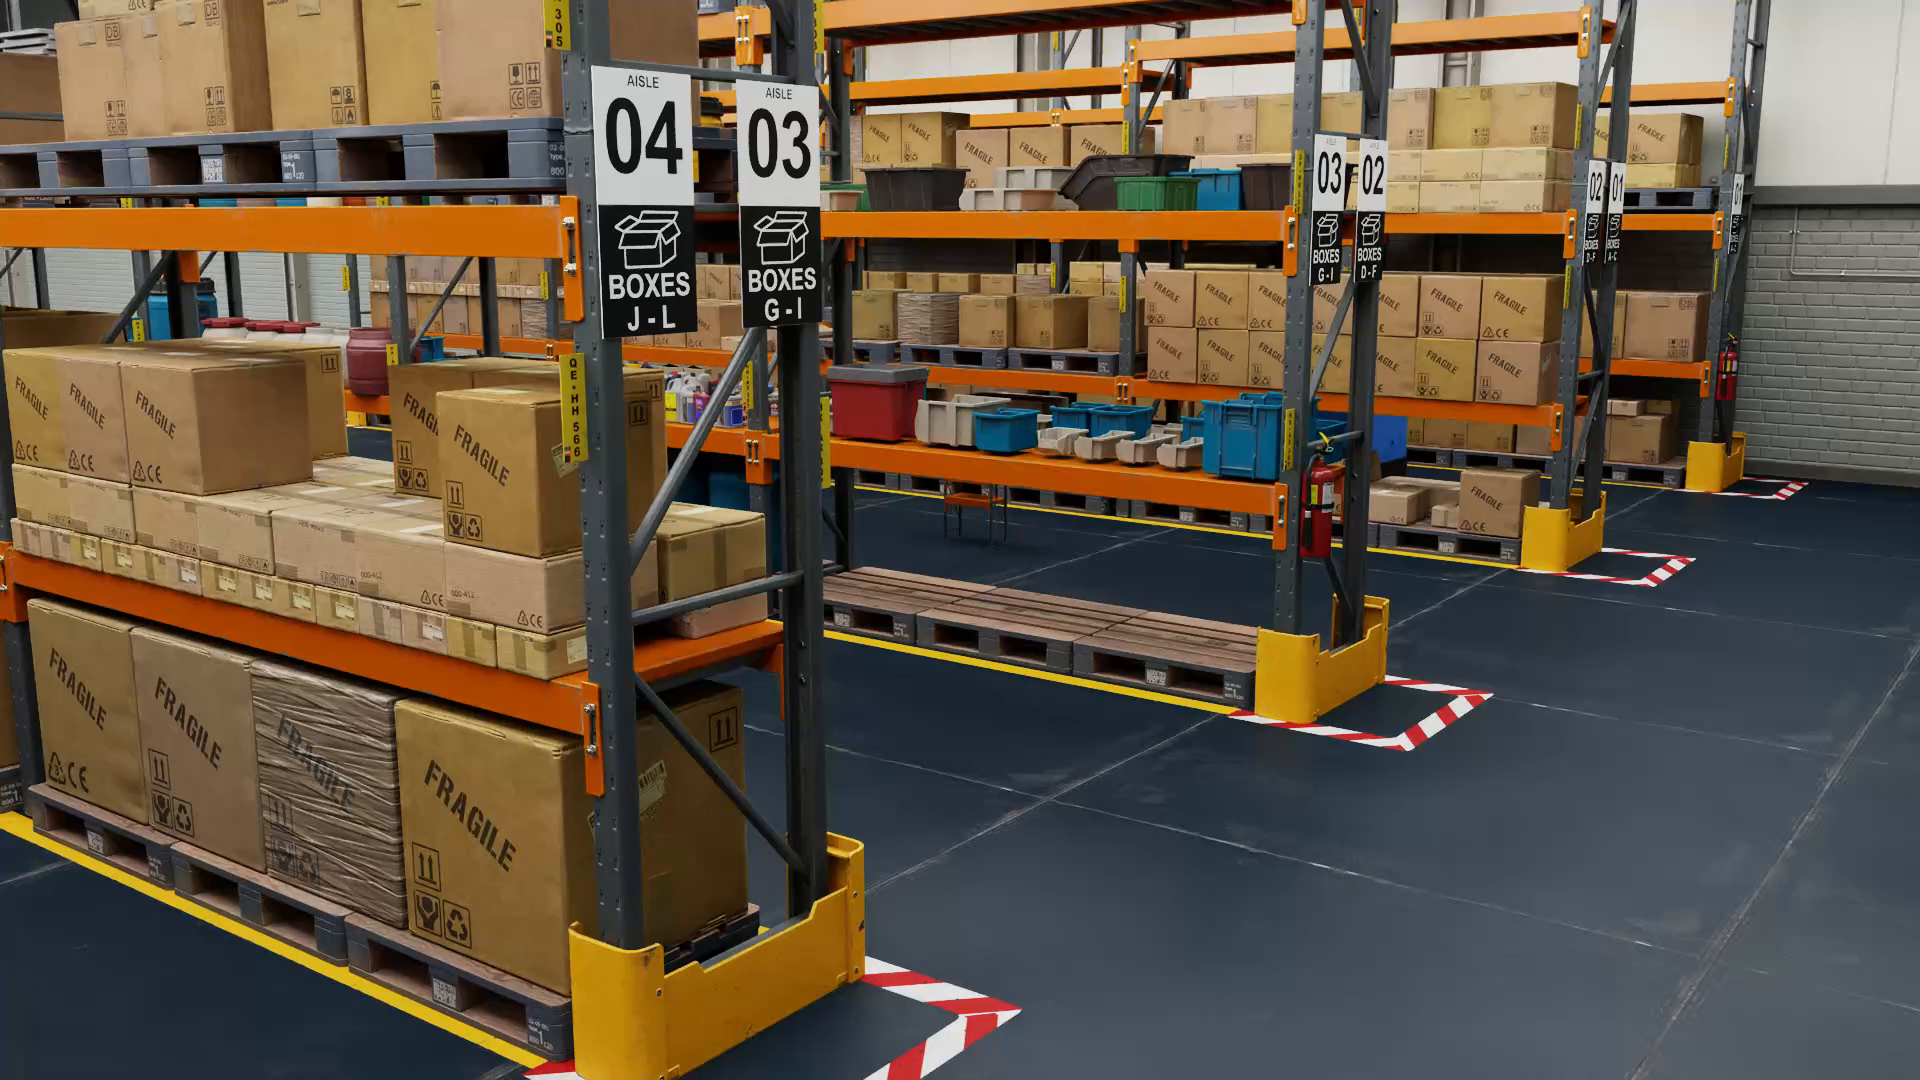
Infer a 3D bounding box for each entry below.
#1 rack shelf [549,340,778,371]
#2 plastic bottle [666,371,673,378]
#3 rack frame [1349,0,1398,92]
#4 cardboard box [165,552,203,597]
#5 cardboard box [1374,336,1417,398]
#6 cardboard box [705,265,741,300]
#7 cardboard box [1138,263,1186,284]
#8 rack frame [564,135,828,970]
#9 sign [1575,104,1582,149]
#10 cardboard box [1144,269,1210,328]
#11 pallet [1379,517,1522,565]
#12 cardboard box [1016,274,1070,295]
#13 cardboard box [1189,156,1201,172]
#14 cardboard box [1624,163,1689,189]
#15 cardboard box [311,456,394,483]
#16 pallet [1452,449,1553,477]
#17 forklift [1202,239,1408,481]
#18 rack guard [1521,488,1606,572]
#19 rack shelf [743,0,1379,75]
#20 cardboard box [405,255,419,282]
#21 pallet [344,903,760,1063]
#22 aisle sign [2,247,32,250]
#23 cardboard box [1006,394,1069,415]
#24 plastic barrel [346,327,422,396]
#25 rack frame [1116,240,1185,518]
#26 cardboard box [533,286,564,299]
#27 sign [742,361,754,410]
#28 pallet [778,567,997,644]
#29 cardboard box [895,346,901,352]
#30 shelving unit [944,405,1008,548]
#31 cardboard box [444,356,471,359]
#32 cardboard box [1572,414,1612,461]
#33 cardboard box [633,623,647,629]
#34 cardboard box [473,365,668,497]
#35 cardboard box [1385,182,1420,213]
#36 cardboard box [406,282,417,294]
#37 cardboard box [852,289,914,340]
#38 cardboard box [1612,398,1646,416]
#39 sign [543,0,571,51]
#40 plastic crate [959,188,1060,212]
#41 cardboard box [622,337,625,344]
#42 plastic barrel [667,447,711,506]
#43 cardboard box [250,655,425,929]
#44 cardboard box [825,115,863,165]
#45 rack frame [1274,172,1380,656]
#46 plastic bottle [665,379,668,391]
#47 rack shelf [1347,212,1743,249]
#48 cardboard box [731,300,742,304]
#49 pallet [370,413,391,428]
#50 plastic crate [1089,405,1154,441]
[{"bbox_3d":[-3.024,-2.082,19.290,4.000,0.370,1.077,8,13,36],"label":"rack shelf"},{"bbox_3d":[-2.281,-1.198,13.162,0.097,0.271,0.097,0,11,0],"label":"plastic bottle"},{"bbox_3d":[4.741,-5.465,19.087,0.127,3.000,1.000,8,13,36],"label":"rack frame"},{"bbox_3d":[-2.968,0.108,6.734,0.250,0.149,0.380,8,14,36],"label":"cardboard box"},{"bbox_3d":[3.695,-1.484,14.039,0.500,0.500,0.500,8,14,36],"label":"cardboard box"},{"bbox_3d":[-3.496,-3.901,25.166,0.500,0.500,0.500,8,14,37],"label":"cardboard box"},{"bbox_3d":[2.570,-3.336,20.804,0.500,0.250,0.500,8,14,36],"label":"cardboard box"},{"bbox_3d":[-0.830,0.205,5.573,0.127,3.000,1.000,8,13,36],"label":"rack frame"},{"bbox_3d":[4.692,-3.136,12.614,0.005,0.325,0.100,8,13,36],"label":"sign"},{"bbox_3d":[2.025,-2.205,15.134,0.500,0.500,0.500,8,14,37],"label":"cardboard box"},{"bbox_3d":[4.332,-0.040,14.182,1.213,0.211,1.003,8,13,36],"label":"pallet"},{"bbox_3d":[1.133,-3.286,22.195,0.500,0.500,0.700,6,13,29],"label":"cardboard box"},{"bbox_3d":[2.057,-3.313,14.937,0.500,0.250,0.500,8,13,36],"label":"cardboard box"},{"bbox_3d":[7.218,-3.766,17.228,0.500,0.250,0.500,8,14,37],"label":"cardboard box"},{"bbox_3d":[-2.713,-0.193,7.240,0.500,0.250,0.500,8,14,37],"label":"cardboard box"},{"bbox_3d":[6.295,-0.916,18.710,1.213,0.211,1.003,8,13,36],"label":"pallet"},{"bbox_3d":[3.219,-2.119,17.764,3.031,2.935,1.130,8,14,37],"label":"forklift"},{"bbox_3d":[4.975,-0.093,13.692,0.348,0.500,1.175,8,13,36],"label":"rack guard"},{"bbox_3d":[0.489,-3.174,10.191,4.000,0.370,1.077,8,13,36],"label":"rack shelf"},{"bbox_3d":[-7.021,-3.677,21.962,0.500,0.500,0.700,8,13,34],"label":"cardboard box"},{"bbox_3d":[-1.521,1.496,6.241,1.213,0.211,1.003,8,13,36],"label":"pallet"},{"bbox_3d":[-10.677,-3.682,18.821,0.004,0.787,0.394,8,13,36],"label":"aisle sign"},{"bbox_3d":[0.761,-1.322,16.914,0.500,0.250,0.500,8,14,36],"label":"cardboard box"},{"bbox_3d":[-4.900,-1.525,14.159,0.708,0.536,0.600,8,13,36],"label":"plastic barrel"},{"bbox_3d":[1.812,-1.761,15.735,0.127,3.000,1.000,8,13,36],"label":"rack frame"},{"bbox_3d":[-4.982,-3.026,20.301,0.250,0.149,0.380,8,13,35],"label":"cardboard box"},{"bbox_3d":[-1.450,-1.055,11.357,0.005,0.325,0.100,8,13,36],"label":"sign"},{"bbox_3d":[-0.507,0.443,11.685,1.213,0.211,1.003,8,13,36],"label":"pallet"},{"bbox_3d":[-0.747,-2.647,23.763,0.500,0.250,0.500,8,13,34],"label":"cardboard box"},{"bbox_3d":[0.133,-0.570,14.320,0.503,1.200,0.258,8,13,36],"label":"shelving unit"},{"bbox_3d":[-6.745,-2.130,21.801,0.500,0.500,0.500,8,13,36],"label":"cardboard box"},{"bbox_3d":[6.939,-1.169,18.148,0.500,0.500,0.700,8,13,35],"label":"cardboard box"},{"bbox_3d":[-1.129,0.209,6.213,0.250,0.149,0.380,8,13,35],"label":"cardboard box"},{"bbox_3d":[-1.460,-0.387,6.271,0.500,0.500,0.500,8,13,34],"label":"cardboard box"},{"bbox_3d":[3.659,-2.840,13.809,0.500,0.250,0.500,8,13,36],"label":"cardboard box"},{"bbox_3d":[-7.054,-3.314,21.793,0.250,0.149,0.380,8,13,35],"label":"cardboard box"},{"bbox_3d":[-0.837,-2.412,17.733,0.500,0.500,0.700,3,11,17],"label":"cardboard box"},{"bbox_3d":[7.131,-1.417,17.726,0.250,0.149,0.380,8,13,35],"label":"cardboard box"},{"bbox_3d":[-1.163,-1.582,4.790,0.005,0.325,0.100,8,13,36],"label":"sign"},{"bbox_3d":[0.289,-2.091,10.237,0.530,0.136,0.437,8,13,36],"label":"plastic crate"},{"bbox_3d":[-4.043,-2.406,19.731,0.250,0.149,0.380,8,13,36],"label":"cardboard box"},{"bbox_3d":[-2.122,-0.322,12.718,0.708,0.901,0.600,8,13,36],"label":"plastic barrel"},{"bbox_3d":[-2.127,0.880,6.573,0.875,0.875,0.875,8,13,36],"label":"cardboard box"},{"bbox_3d":[-1.064,-4.173,17.411,0.500,0.500,0.500,8,13,36],"label":"cardboard box"},{"bbox_3d":[2.101,-0.553,9.493,0.127,3.000,1.000,8,13,36],"label":"rack frame"},{"bbox_3d":[-2.206,-1.053,12.205,0.185,0.351,0.144,8,13,36],"label":"plastic bottle"},{"bbox_3d":[6.353,-3.414,18.278,4.000,0.370,1.077,8,13,36],"label":"rack shelf"},{"bbox_3d":[-3.079,-3.474,24.930,0.500,0.250,0.500,8,13,35],"label":"cardboard box"},{"bbox_3d":[-7.219,-1.662,22.562,1.213,0.211,1.003,8,13,36],"label":"pallet"},{"bbox_3d":[1.036,-0.727,10.672,0.300,0.233,0.416,8,13,36],"label":"plastic crate"}]
